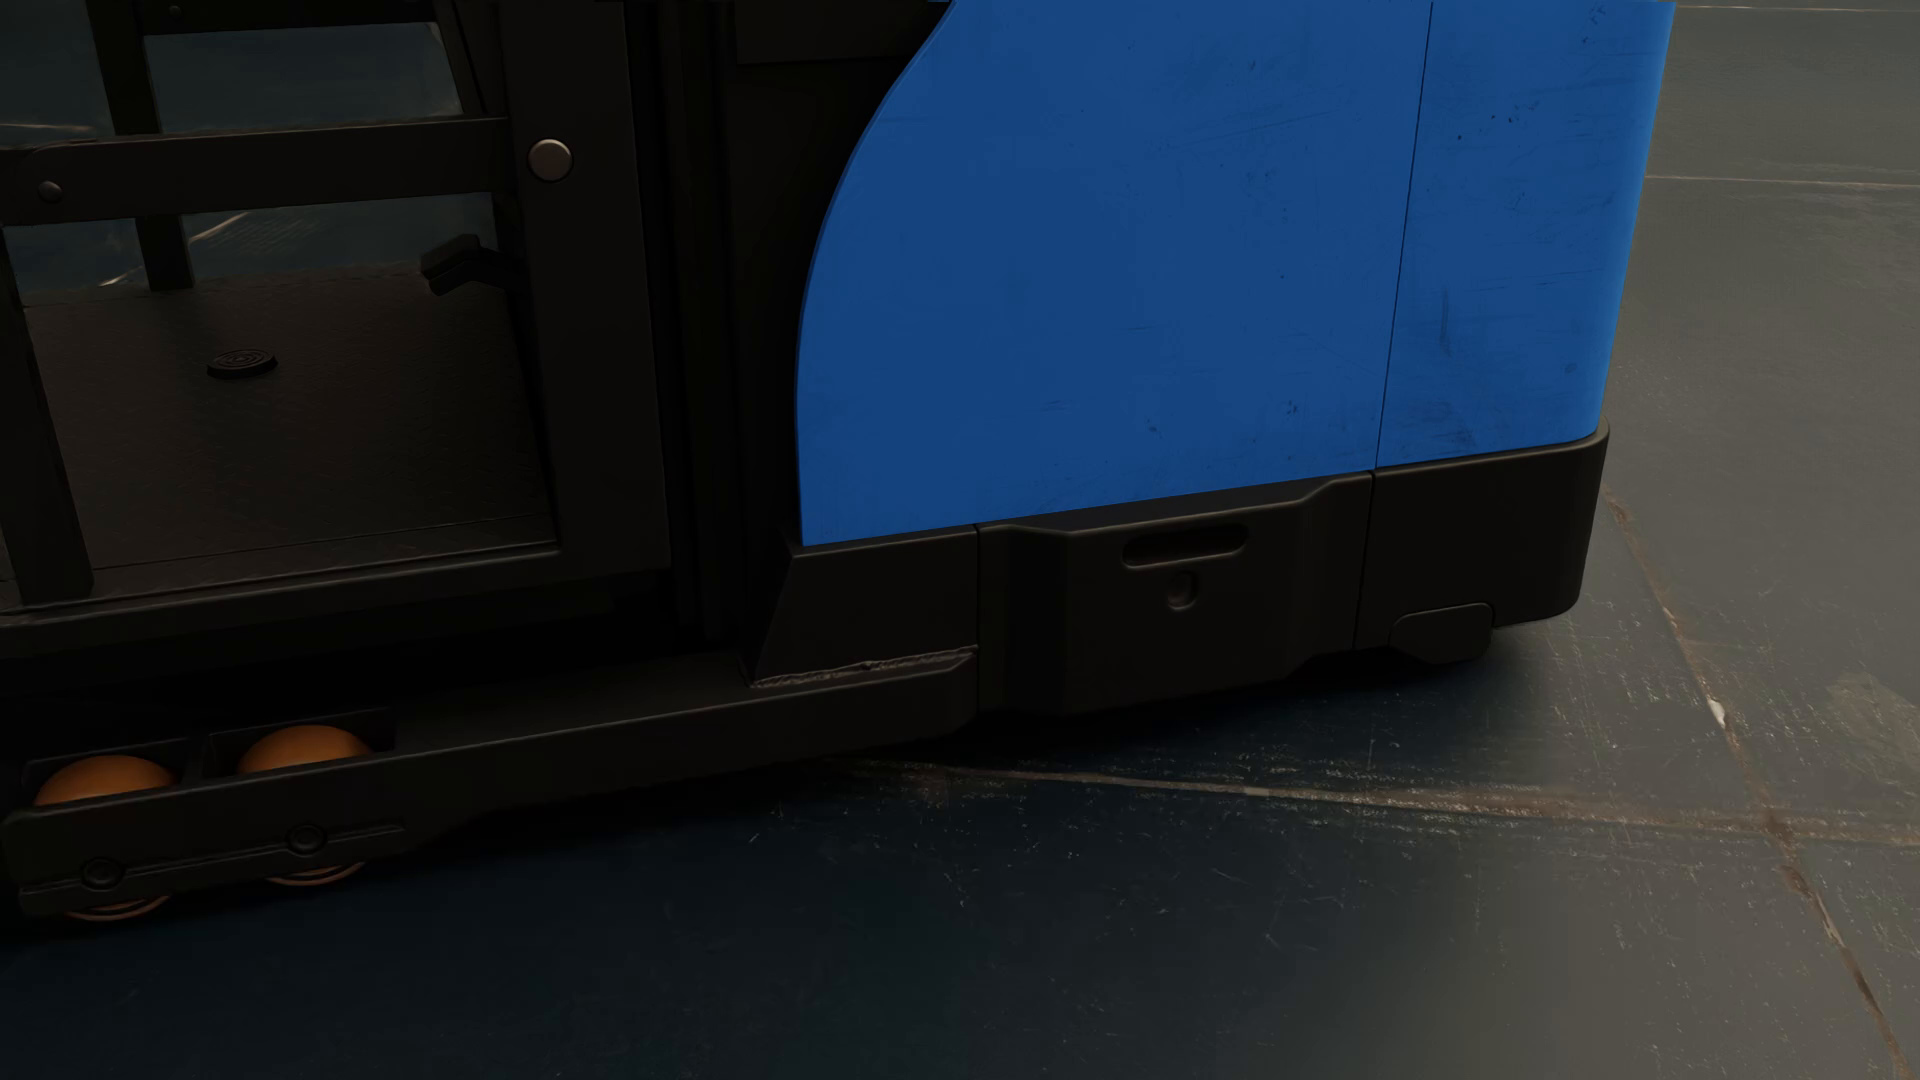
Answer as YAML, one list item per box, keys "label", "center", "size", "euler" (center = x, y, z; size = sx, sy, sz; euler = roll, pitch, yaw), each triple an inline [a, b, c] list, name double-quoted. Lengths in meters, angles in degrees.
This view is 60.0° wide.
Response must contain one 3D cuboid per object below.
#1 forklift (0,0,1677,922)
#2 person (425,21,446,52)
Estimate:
- label: "forklift"
  center: [-0.753, -1.183, 1.588]
  size: [3.031, 2.935, 1.130]
  euler: [-8, 28, -15]
- label: "person"
  center: [-0.950, -1.523, 3.798]
  size: [0.615, 1.581, 0.703]
  euler: [9, 28, 17]
